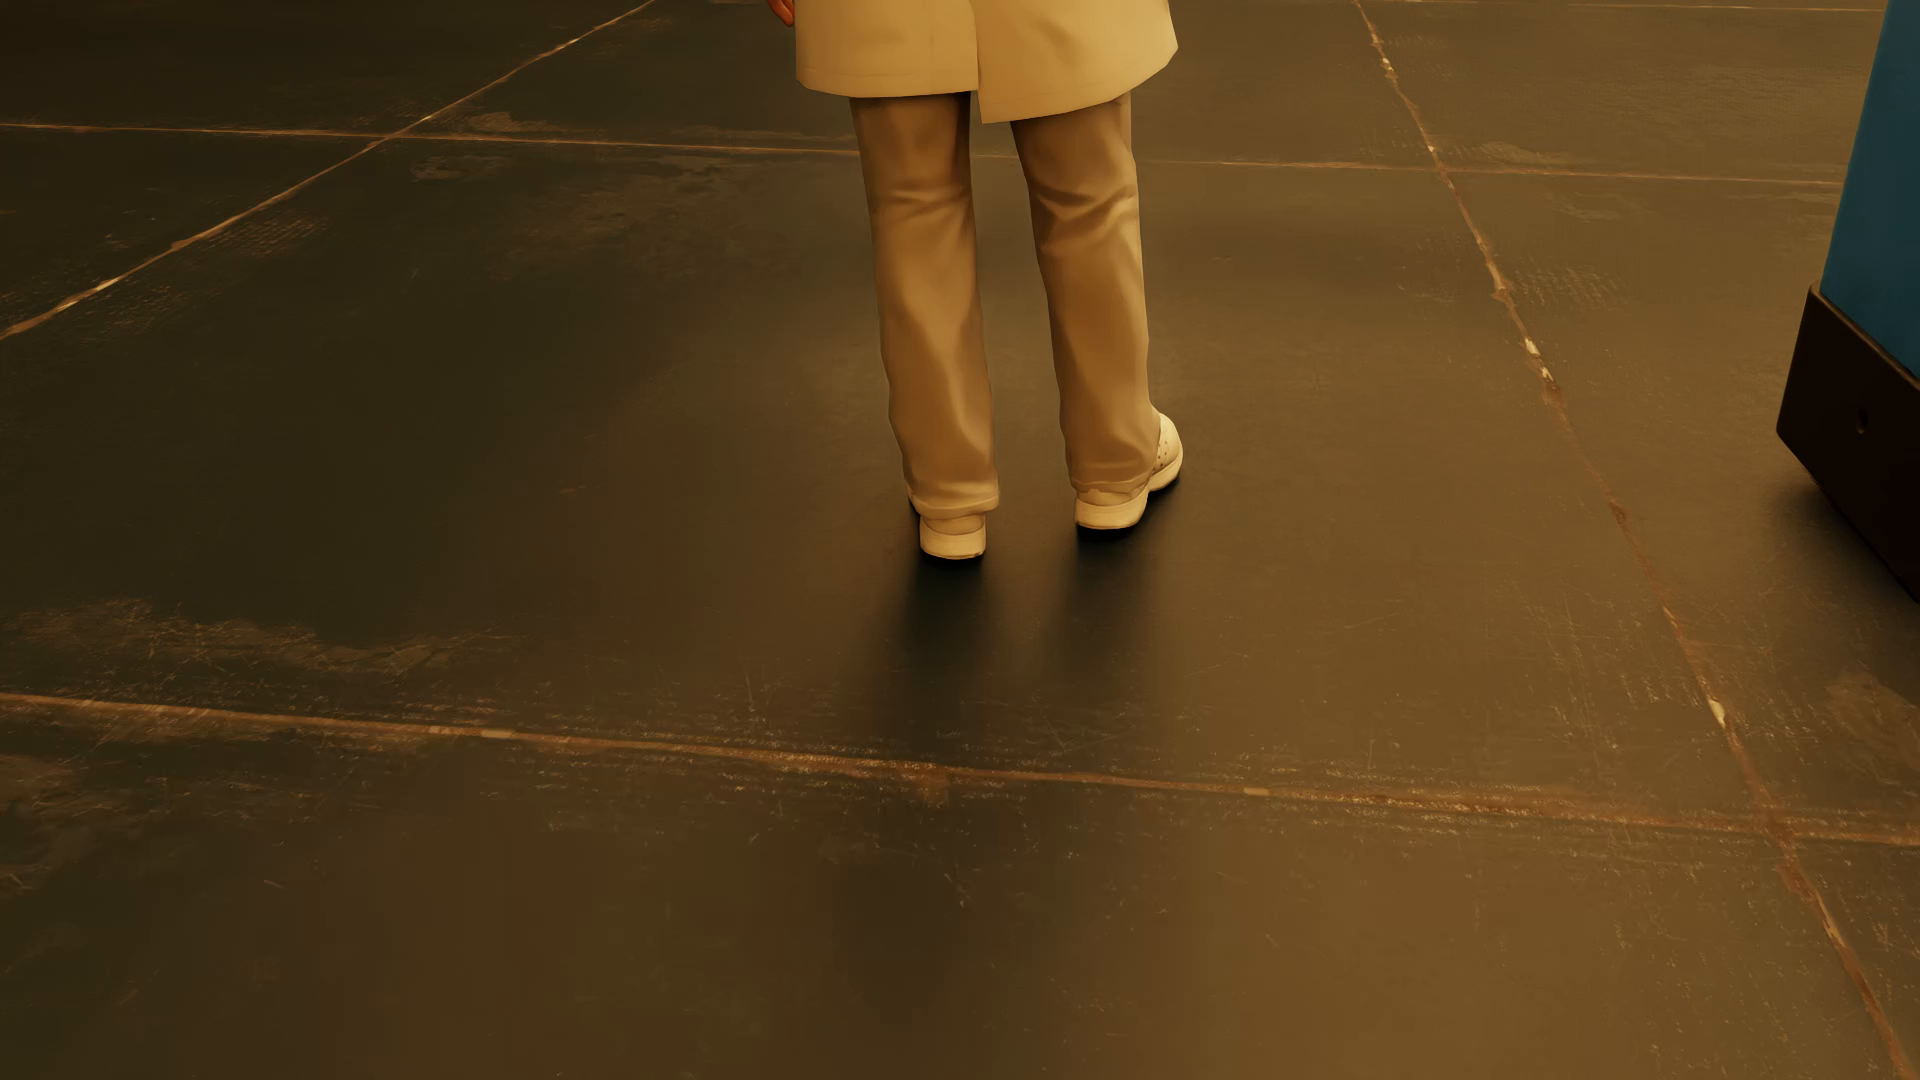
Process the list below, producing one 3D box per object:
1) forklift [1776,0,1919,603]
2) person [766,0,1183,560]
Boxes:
[{"bbox_3d":[2.775,-1.152,1.526,3.031,2.935,1.130,3,27,6],"label":"forklift"},{"bbox_3d":[0.016,-0.843,2.181,0.698,1.778,0.578,3,27,7],"label":"person"}]
